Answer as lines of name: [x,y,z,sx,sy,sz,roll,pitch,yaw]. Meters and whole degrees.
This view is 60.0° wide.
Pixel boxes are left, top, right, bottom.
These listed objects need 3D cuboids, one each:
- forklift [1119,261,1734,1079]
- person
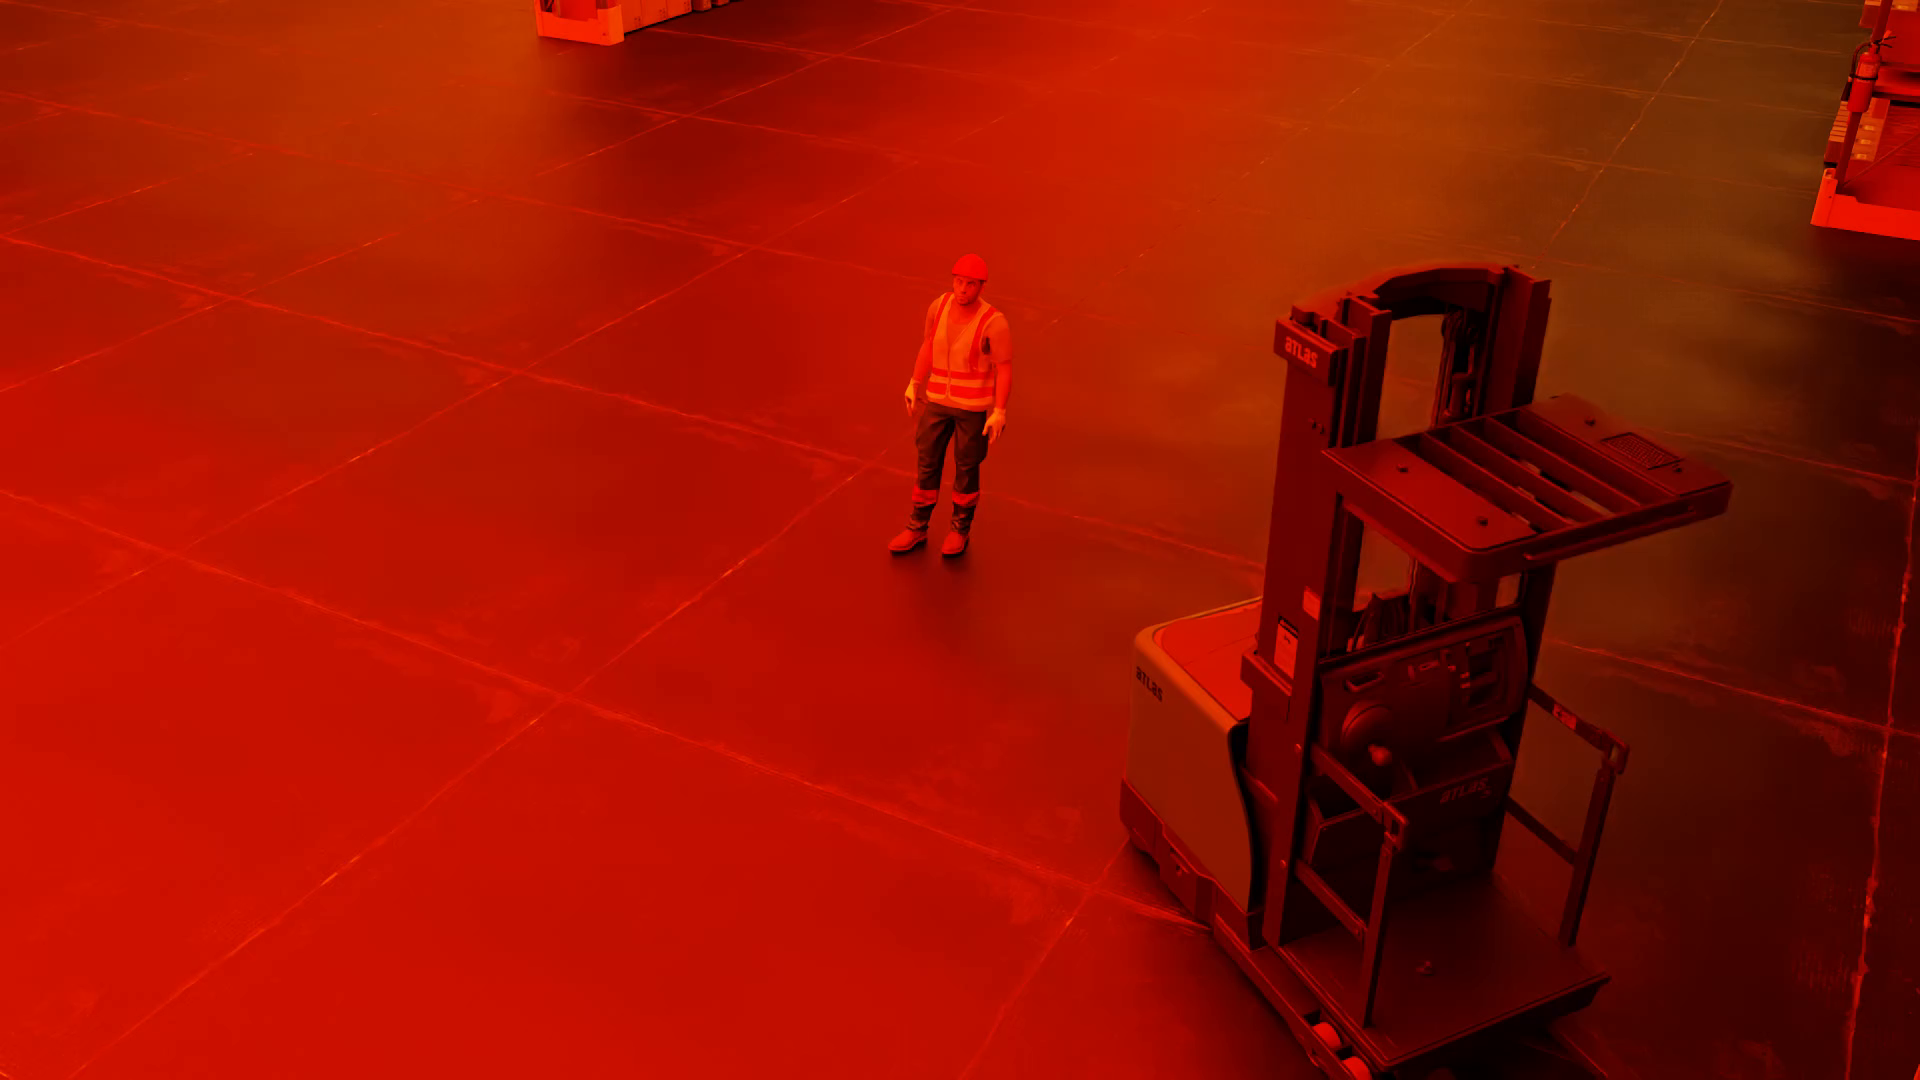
forklift: [1.822,0.611,6.012,1.130,2.935,3.031,-13,33,-22]
person: [-0.049,-0.749,9.496,0.638,1.787,0.564,15,33,25]
